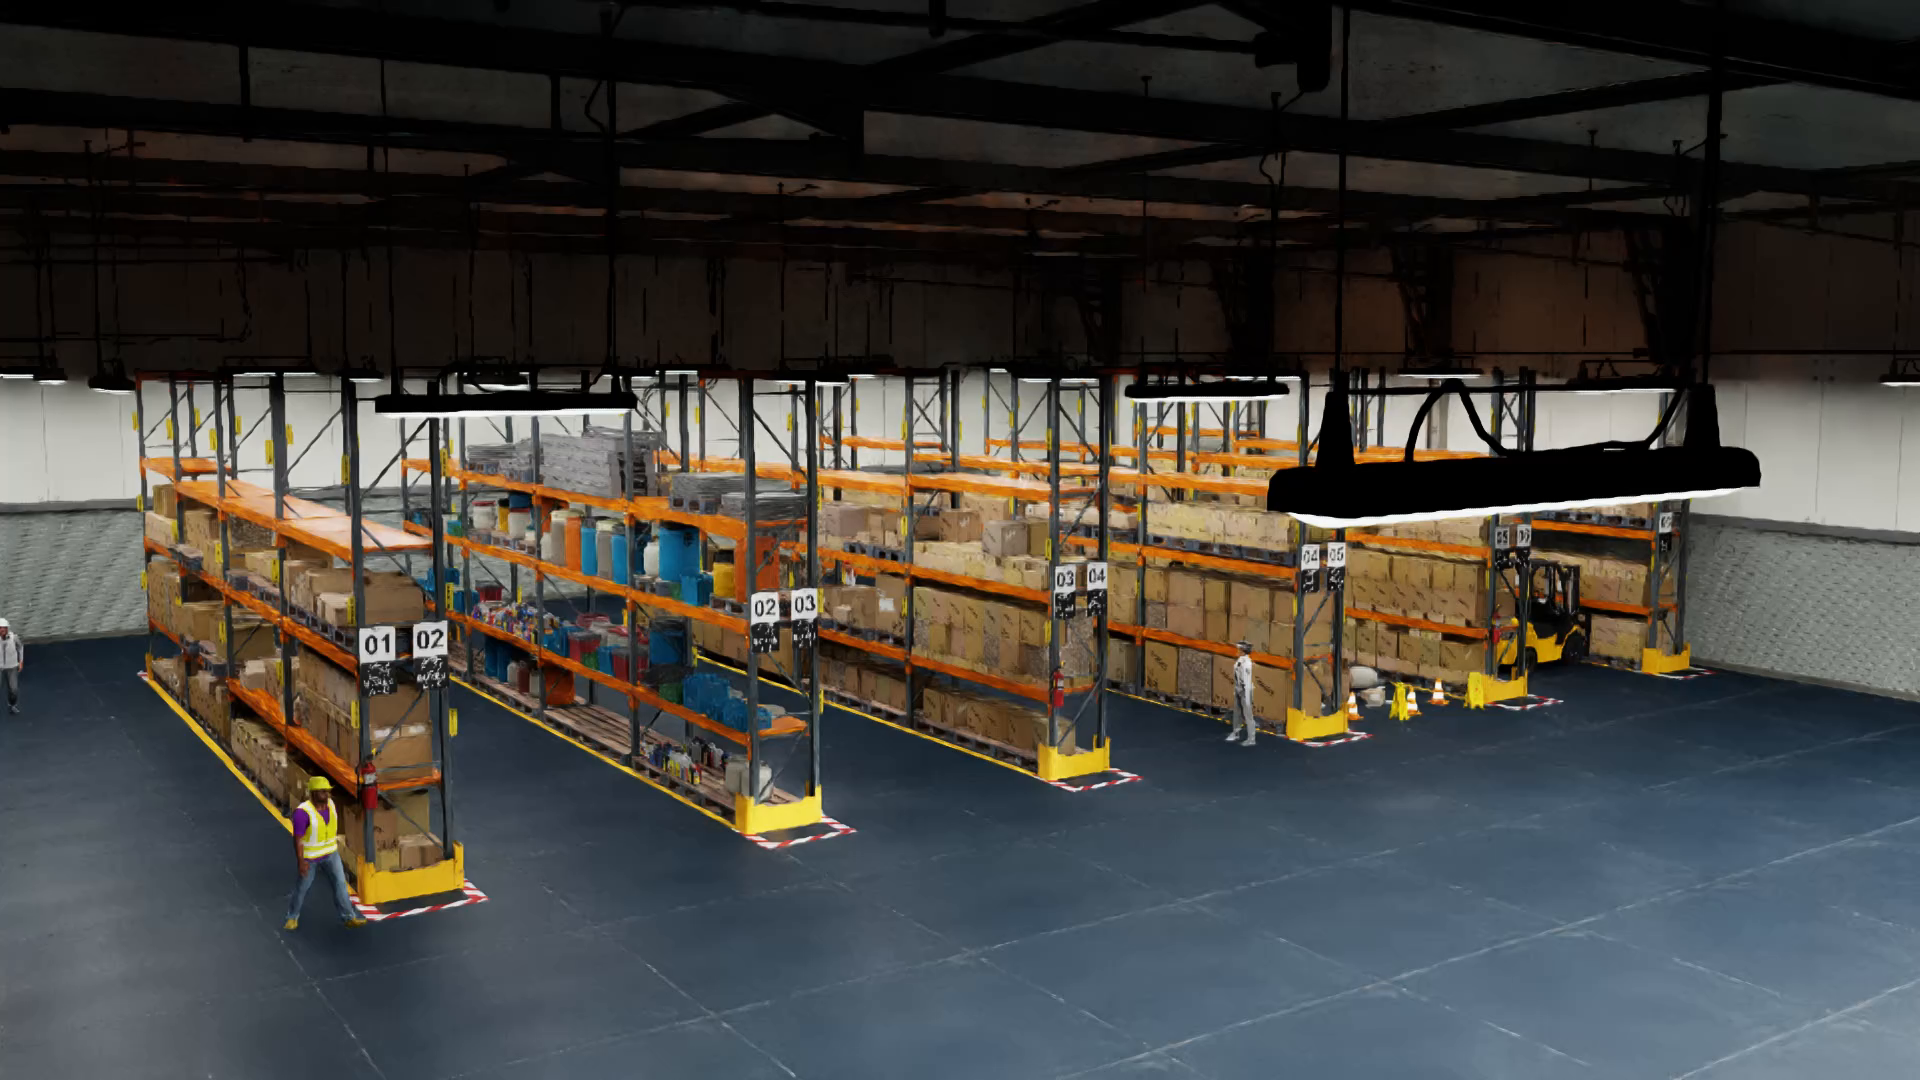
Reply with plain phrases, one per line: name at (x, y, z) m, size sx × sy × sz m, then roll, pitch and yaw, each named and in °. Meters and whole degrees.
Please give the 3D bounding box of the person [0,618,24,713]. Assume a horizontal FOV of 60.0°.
person at (-16.719, 2.205, 29.062) m, size 0.677 × 1.726 × 0.574 m, roll -5°, pitch 8°, yaw -36°

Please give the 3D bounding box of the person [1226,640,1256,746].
person at (4.553, 2.458, 26.898) m, size 0.459 × 1.677 × 0.525 m, roll 0°, pitch 6°, yaw -3°

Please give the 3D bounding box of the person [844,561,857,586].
person at (-2.513, 1.243, 37.412) m, size 0.553 × 1.707 × 1.104 m, roll -4°, pitch 7°, yaw -31°

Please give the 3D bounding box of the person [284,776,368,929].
person at (-6.999, 3.425, 18.170) m, size 0.913 × 1.732 × 0.581 m, roll 4°, pitch 8°, yaw 34°
